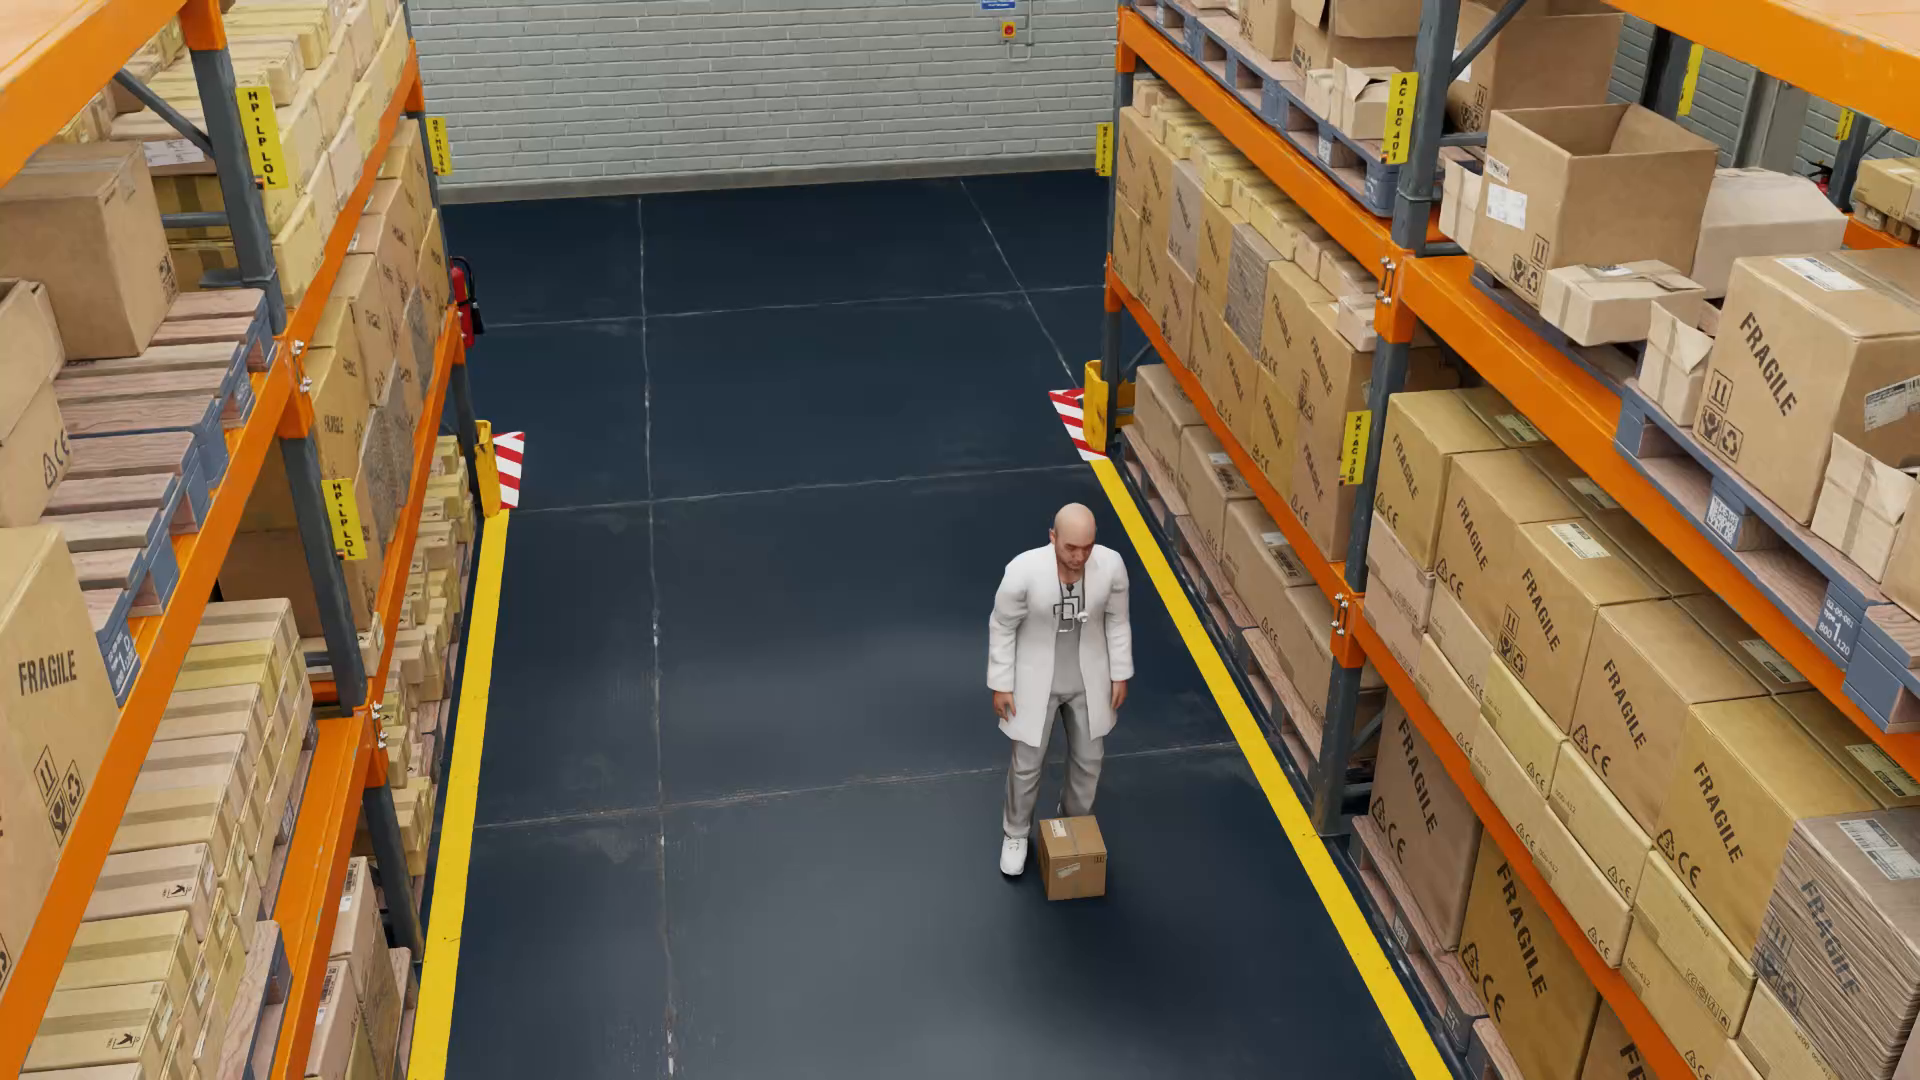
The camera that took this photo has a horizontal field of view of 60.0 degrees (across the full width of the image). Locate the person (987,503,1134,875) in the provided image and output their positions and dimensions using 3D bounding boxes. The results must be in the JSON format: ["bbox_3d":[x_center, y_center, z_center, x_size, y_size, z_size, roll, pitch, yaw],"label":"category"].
[{"bbox_3d":[0.430,0.611,7.110,0.641,1.773,0.427,-5,31,-9],"label":"person"}]
